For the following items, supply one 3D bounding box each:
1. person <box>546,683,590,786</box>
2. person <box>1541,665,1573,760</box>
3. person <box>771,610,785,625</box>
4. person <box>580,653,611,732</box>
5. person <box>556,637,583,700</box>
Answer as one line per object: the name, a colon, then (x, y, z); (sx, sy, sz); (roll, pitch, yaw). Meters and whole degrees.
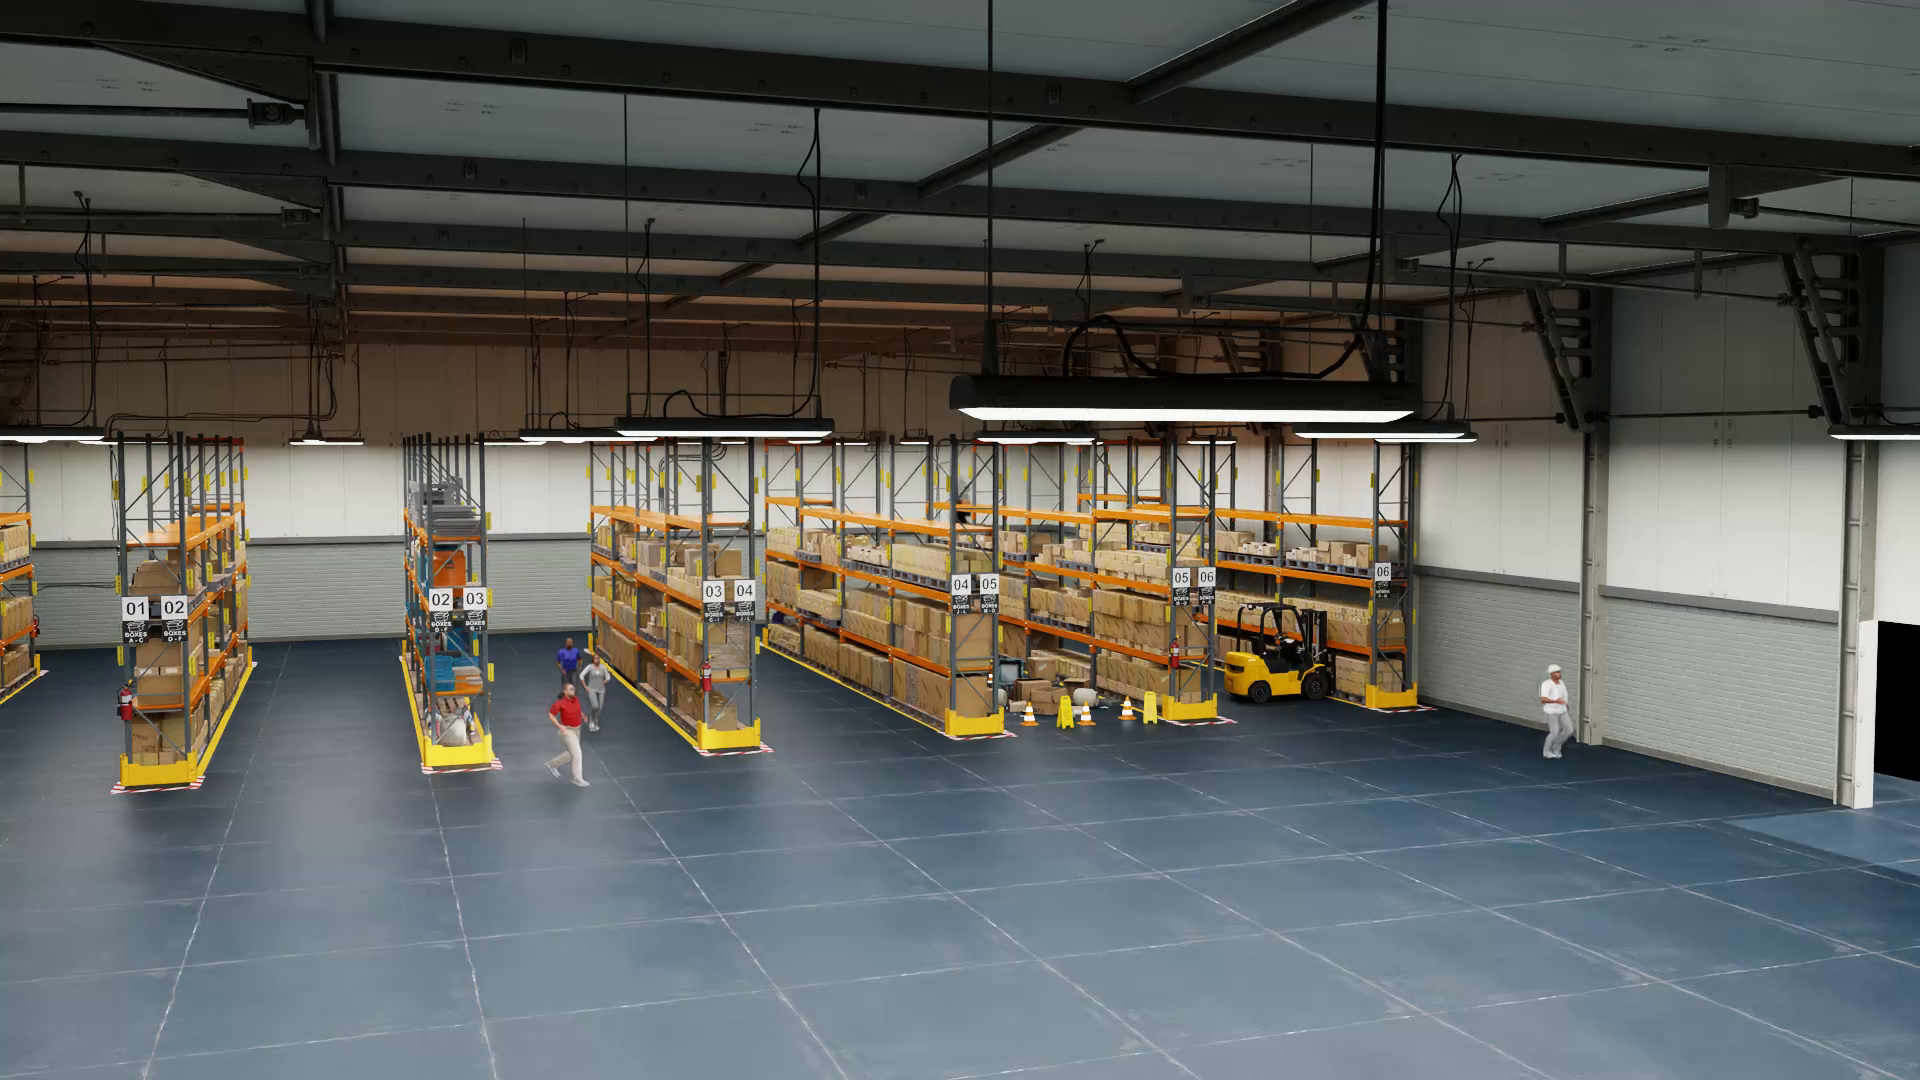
person: (-6.666, 3.302, 28.328); (0.850, 1.738, 0.652); (1, 3, 20)
person: (10.954, 3.160, 30.437); (0.680, 1.754, 0.629); (-2, 4, -27)
person: (-5.379, 2.174, 49.561); (0.706, 1.679, 0.633); (-1, 3, -21)
person: (-7.316, 3.067, 33.478); (0.593, 1.577, 0.557); (-2, 4, -28)
person: (-8.480, 2.929, 36.117); (0.581, 1.628, 0.658); (-2, 4, -27)
